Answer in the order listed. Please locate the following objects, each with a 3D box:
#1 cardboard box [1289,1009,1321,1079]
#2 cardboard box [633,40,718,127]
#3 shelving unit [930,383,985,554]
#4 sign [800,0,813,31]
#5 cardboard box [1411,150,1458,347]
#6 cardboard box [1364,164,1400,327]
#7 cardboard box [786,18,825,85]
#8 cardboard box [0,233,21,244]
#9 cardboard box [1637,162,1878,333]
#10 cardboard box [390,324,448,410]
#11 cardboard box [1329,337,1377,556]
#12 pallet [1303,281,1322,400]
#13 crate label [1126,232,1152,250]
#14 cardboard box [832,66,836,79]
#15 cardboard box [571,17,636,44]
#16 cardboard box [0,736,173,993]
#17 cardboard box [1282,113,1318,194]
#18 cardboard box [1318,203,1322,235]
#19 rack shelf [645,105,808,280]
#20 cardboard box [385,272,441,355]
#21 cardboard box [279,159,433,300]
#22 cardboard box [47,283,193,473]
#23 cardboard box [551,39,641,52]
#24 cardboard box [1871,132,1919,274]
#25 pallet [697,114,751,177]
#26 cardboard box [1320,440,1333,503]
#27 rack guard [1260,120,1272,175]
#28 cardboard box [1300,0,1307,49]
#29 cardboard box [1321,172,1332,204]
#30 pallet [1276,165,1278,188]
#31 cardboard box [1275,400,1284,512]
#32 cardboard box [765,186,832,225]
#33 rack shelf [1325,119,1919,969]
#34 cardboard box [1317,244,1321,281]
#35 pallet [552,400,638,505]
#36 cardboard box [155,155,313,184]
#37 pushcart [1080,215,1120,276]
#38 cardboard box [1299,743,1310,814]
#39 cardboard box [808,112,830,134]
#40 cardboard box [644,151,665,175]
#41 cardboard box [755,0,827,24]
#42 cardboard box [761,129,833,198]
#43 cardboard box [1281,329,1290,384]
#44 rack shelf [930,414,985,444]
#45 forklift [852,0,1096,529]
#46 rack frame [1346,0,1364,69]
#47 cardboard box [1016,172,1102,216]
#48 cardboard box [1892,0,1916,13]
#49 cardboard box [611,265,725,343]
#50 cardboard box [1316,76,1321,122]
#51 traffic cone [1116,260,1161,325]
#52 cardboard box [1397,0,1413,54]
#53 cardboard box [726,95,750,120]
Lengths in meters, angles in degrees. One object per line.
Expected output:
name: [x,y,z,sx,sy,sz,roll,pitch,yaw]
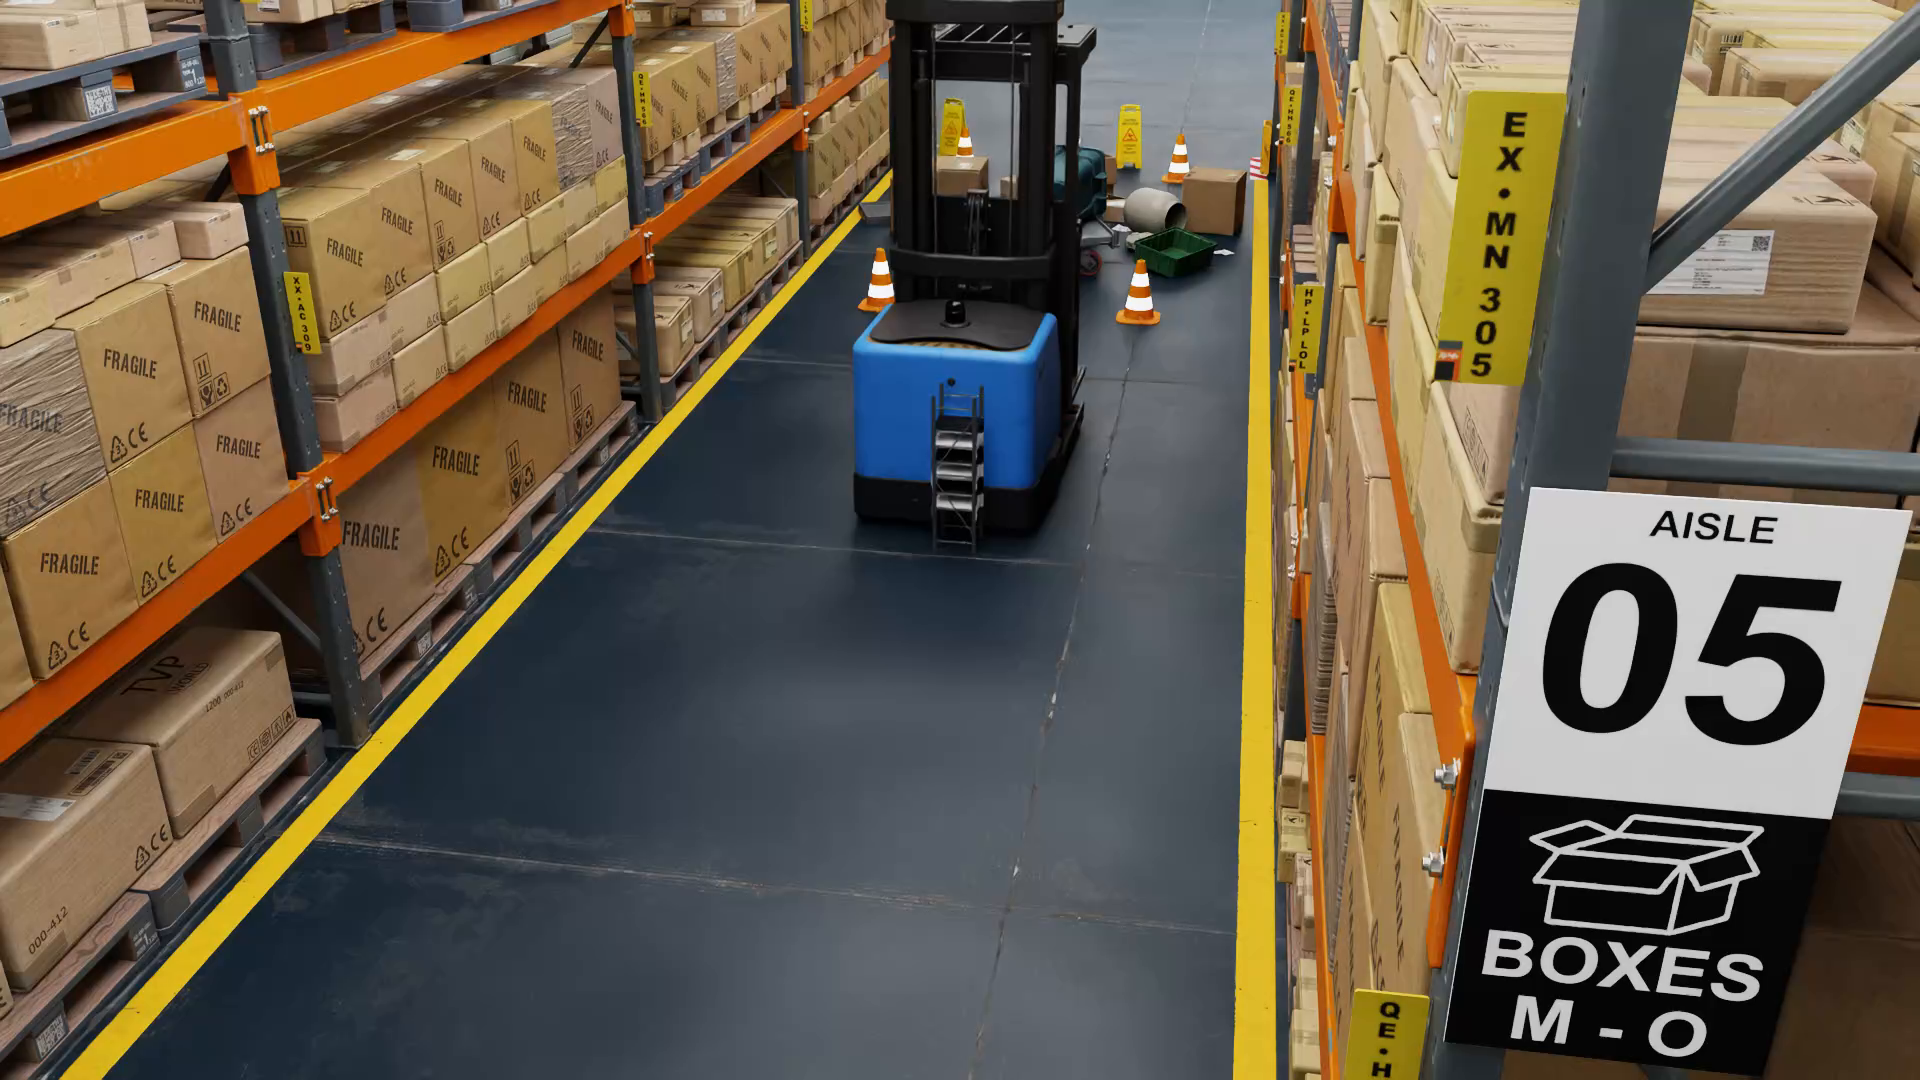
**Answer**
cardboard box: [1.172,1.548,4.921,0.380,0.149,0.250,4,25,9]
cardboard box: [-1.998,-3.150,11.477,0.500,0.500,0.500,4,25,9]
shelving unit: [-0.012,-0.383,9.008,0.258,0.900,0.210,5,26,10]
sign: [-1.256,-4.327,13.590,0.100,0.325,0.005,4,25,9]
cardboard box: [1.041,-0.461,2.746,0.500,0.250,0.500,3,25,7]
cardboard box: [1.186,-0.663,3.767,0.500,0.250,0.500,5,26,11]
cardboard box: [-1.458,-4.184,14.182,0.500,0.500,0.500,4,25,8]
cardboard box: [-3.446,-0.953,5.686,0.380,0.149,0.250,4,25,8]
cardboard box: [0.899,-0.377,2.096,0.380,0.149,0.250,4,25,8]
cardboard box: [-2.697,-0.808,7.615,0.500,0.250,0.500,3,25,7]
cardboard box: [1.291,-0.227,4.549,0.500,0.500,0.500,4,25,9]
pallet: [2.159,-0.948,7.964,1.003,0.211,1.213,4,25,9]
crate label: [1.624,-2.633,14.713,0.298,0.136,0.250,-14,29,-27]
cardboard box: [-1.346,-4.272,15.135,0.380,0.149,0.250,4,25,8]
cardboard box: [-2.469,-3.534,11.533,0.380,0.149,0.250,3,25,6]
cardboard box: [-3.466,1.106,5.875,0.875,0.438,0.875,3,25,7]
cardboard box: [2.415,-2.536,11.011,0.500,0.500,0.500,4,25,8]
cardboard box: [2.082,-1.663,8.715,0.380,0.149,0.250,3,25,7]
rack shelf: [-2.131,-2.677,12.280,1.077,0.370,4.000,4,25,9]
cardboard box: [-2.704,-1.037,7.513,0.500,0.250,0.500,4,25,9]
cardboard box: [-2.701,-1.370,7.342,0.500,0.500,0.500,4,25,8]
cardboard box: [-3.008,-0.564,5.618,0.500,0.500,0.500,4,25,8]
cardboard box: [-2.503,-3.174,11.529,0.500,0.500,0.500,2,25,5]
cardboard box: [1.471,-0.443,2.236,0.380,0.149,0.250,5,26,11]
pallet: [-2.175,-2.910,12.156,1.003,0.211,1.213,4,25,9]
cardboard box: [1.385,0.024,5.191,0.500,0.500,0.500,4,25,9]
rack guard: [3.753,-4.090,17.397,1.175,0.500,0.348,4,25,9]
cardboard box: [3.190,-4.248,13.336,0.875,0.550,0.550,4,25,9]
cardboard box: [2.089,-1.817,8.693,0.380,0.149,0.250,4,25,8]
pallet: [3.696,-3.609,16.711,1.003,0.211,1.213,4,25,9]
cardboard box: [1.996,-0.435,9.095,0.500,0.500,0.500,4,25,9]
cardboard box: [-1.442,-3.012,14.895,0.500,0.250,0.500,3,25,6]
rack shelf: [1.461,-0.389,3.853,1.077,0.370,4.000,4,25,9]
cardboard box: [2.039,-1.431,8.570,0.380,0.149,0.250,5,26,11]
pallet: [-2.662,-0.579,10.238,1.003,0.211,1.213,4,25,9]
cardboard box: [-3.209,-1.413,7.433,0.500,0.500,0.500,5,25,10]
pushcart: [0.453,-2.515,14.177,1.648,0.377,0.936,-5,25,-10]
cardboard box: [1.424,0.880,5.998,0.380,0.149,0.250,5,26,11]
cardboard box: [-1.362,-3.694,14.702,0.380,0.149,0.250,4,25,9]
cardboard box: [-2.142,-2.482,10.815,0.380,0.149,0.250,2,25,5]
cardboard box: [-1.519,-4.641,13.979,0.700,0.500,0.500,4,25,8]
cardboard box: [-1.442,-3.352,14.736,0.500,0.500,0.500,5,26,11]
cardboard box: [2.090,-0.992,9.399,0.500,0.250,0.500,3,25,6]
rack shelf: [-0.012,-0.598,8.907,0.258,0.077,0.200,5,26,10]
forklift: [0.195,-1.988,10.039,1.130,2.935,3.031,5,26,10]
rack frame: [1.788,-2.910,4.852,1.000,3.000,0.127,4,25,9]
cardboard box: [0.915,-3.141,15.208,0.797,0.637,0.503,4,25,9]
cardboard box: [7.937,-4.411,13.488,0.500,0.500,0.500,4,25,9]
cardboard box: [-2.243,-1.711,11.972,0.950,0.372,0.625,4,25,8]
cardboard box: [2.688,-2.977,10.775,0.700,0.500,0.500,4,25,8]
traffic cone: [1.386,-1.934,12.835,0.336,0.463,0.334,4,25,9]
cardboard box: [1.239,-1.239,3.938,0.380,0.149,0.250,5,26,11]
cardboard box: [-1.797,-3.256,12.468,0.380,0.149,0.250,4,25,8]
